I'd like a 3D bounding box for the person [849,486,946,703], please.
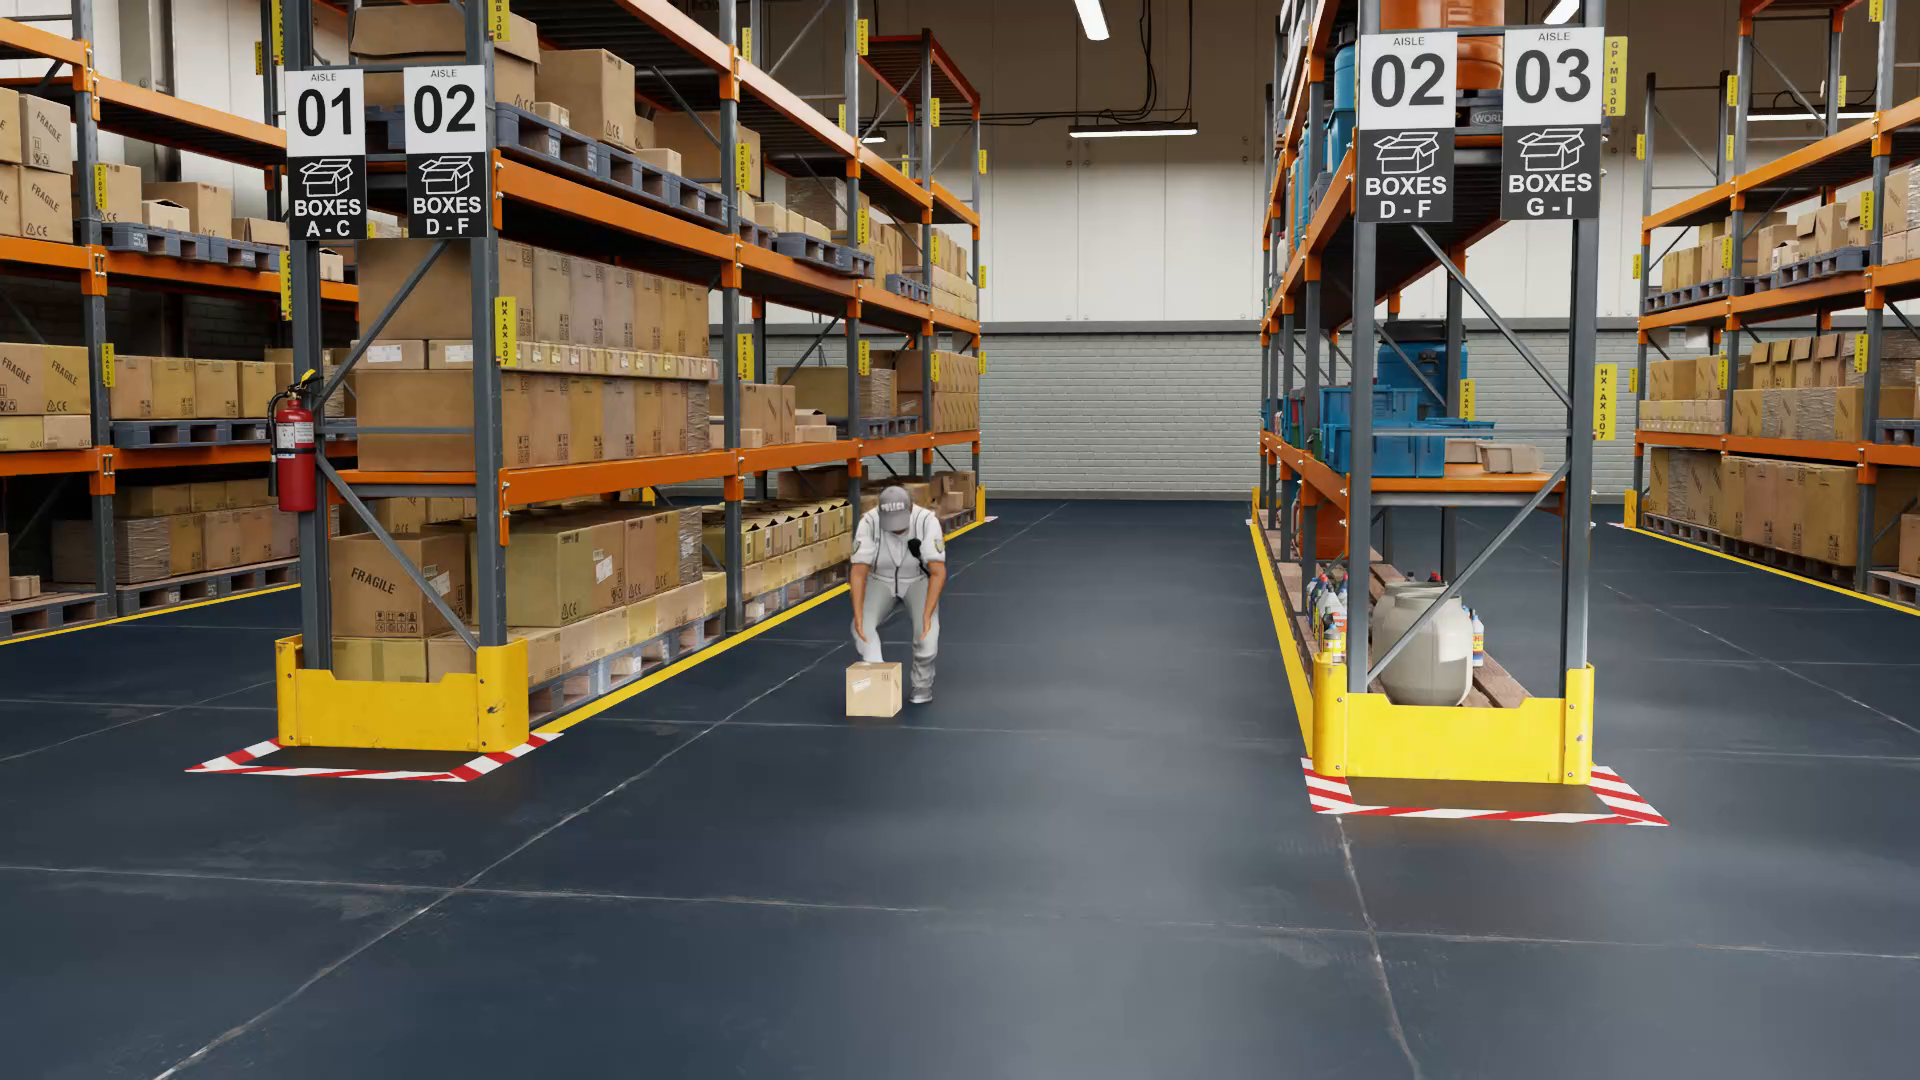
[{"bbox_3d":[-0.322,0.291,9.171,0.535,1.207,0.806,1,5,8],"label":"person"}]
